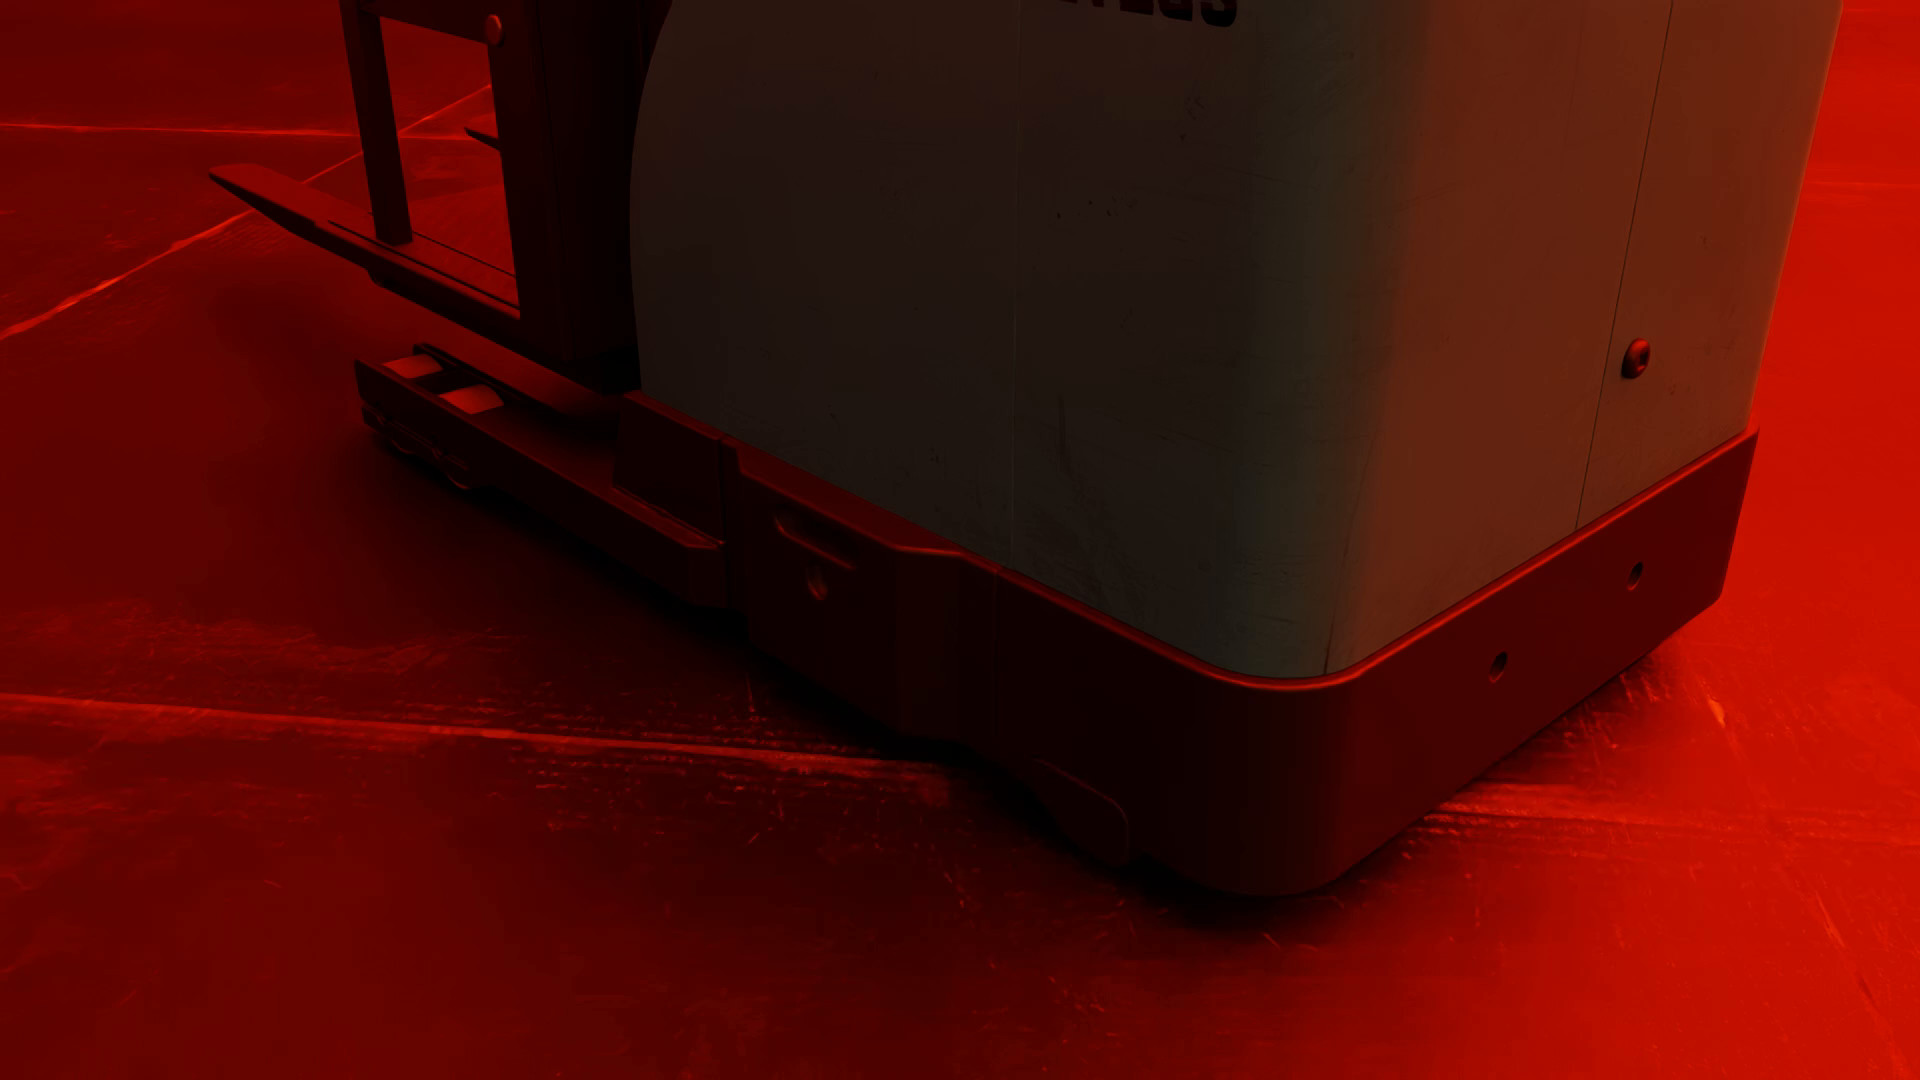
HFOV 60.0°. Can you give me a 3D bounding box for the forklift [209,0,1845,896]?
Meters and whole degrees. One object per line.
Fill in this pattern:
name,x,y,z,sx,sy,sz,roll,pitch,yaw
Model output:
forklift,-0.356,-1.529,2.282,1.130,2.935,3.031,-23,34,-38
